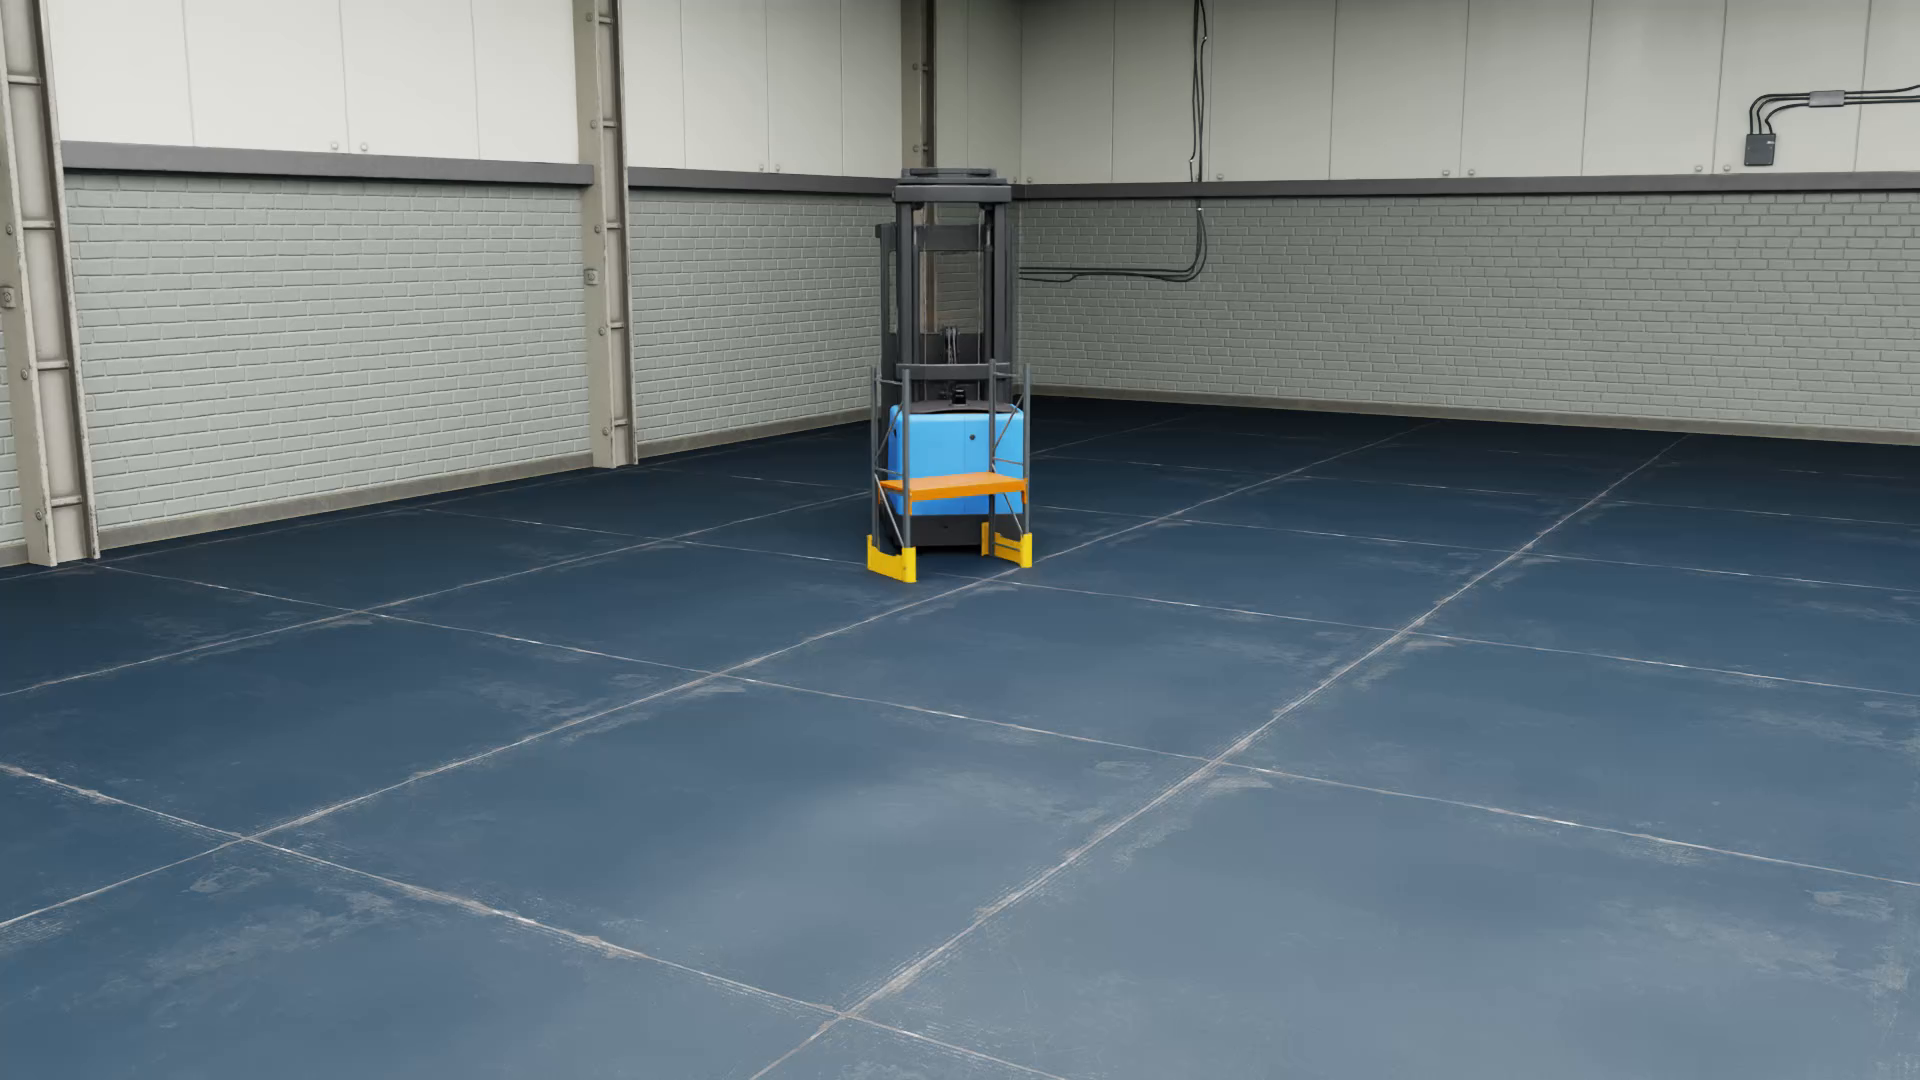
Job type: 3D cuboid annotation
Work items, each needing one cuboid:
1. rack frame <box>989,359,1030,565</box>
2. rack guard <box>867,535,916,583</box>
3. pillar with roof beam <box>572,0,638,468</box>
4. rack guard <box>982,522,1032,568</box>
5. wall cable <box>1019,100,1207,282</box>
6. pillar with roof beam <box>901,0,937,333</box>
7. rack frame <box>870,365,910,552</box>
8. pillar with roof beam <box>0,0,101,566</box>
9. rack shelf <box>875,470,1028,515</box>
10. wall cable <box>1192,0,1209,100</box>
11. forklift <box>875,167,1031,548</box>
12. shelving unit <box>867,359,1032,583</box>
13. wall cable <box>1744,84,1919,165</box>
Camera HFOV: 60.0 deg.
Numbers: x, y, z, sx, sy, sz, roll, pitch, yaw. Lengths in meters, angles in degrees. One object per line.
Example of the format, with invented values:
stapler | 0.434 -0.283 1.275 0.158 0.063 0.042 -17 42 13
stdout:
rack frame | 0.364 -0.580 12.391 0.032 1.500 0.500 -7 12 -31
rack guard | -0.497 0.133 11.977 0.087 0.250 0.587 -7 12 -31
pillar with roof beam | 0.024 -4.806 14.583 9.100 9.000 0.400 6 12 31
rack guard | 0.348 0.036 12.496 0.087 0.250 0.587 -7 12 -31
wall cable | 2.120 -4.971 23.906 3.097 2.526 0.112 6 12 31
pillar with roof beam | 3.139 -5.749 19.623 9.100 9.000 0.400 6 12 31
rack frame | -0.498 -0.481 11.861 0.032 1.500 0.500 -7 12 -31
pillar with roof beam | -3.091 -3.862 9.543 9.100 9.000 0.400 6 12 31
rack shelf | -0.067 -0.354 12.159 1.000 0.185 0.538 -7 12 -31
wall cable | 4.432 -7.195 22.061 3.097 2.526 0.112 6 12 31
forklift | -0.134 -1.606 13.980 1.130 2.935 3.031 -1 11 -6
shelving unit | -0.074 -0.530 12.122 1.083 1.500 0.587 -7 12 -31
wall cable | 10.225 -7.260 18.449 2.305 6.003 0.169 6 12 31
